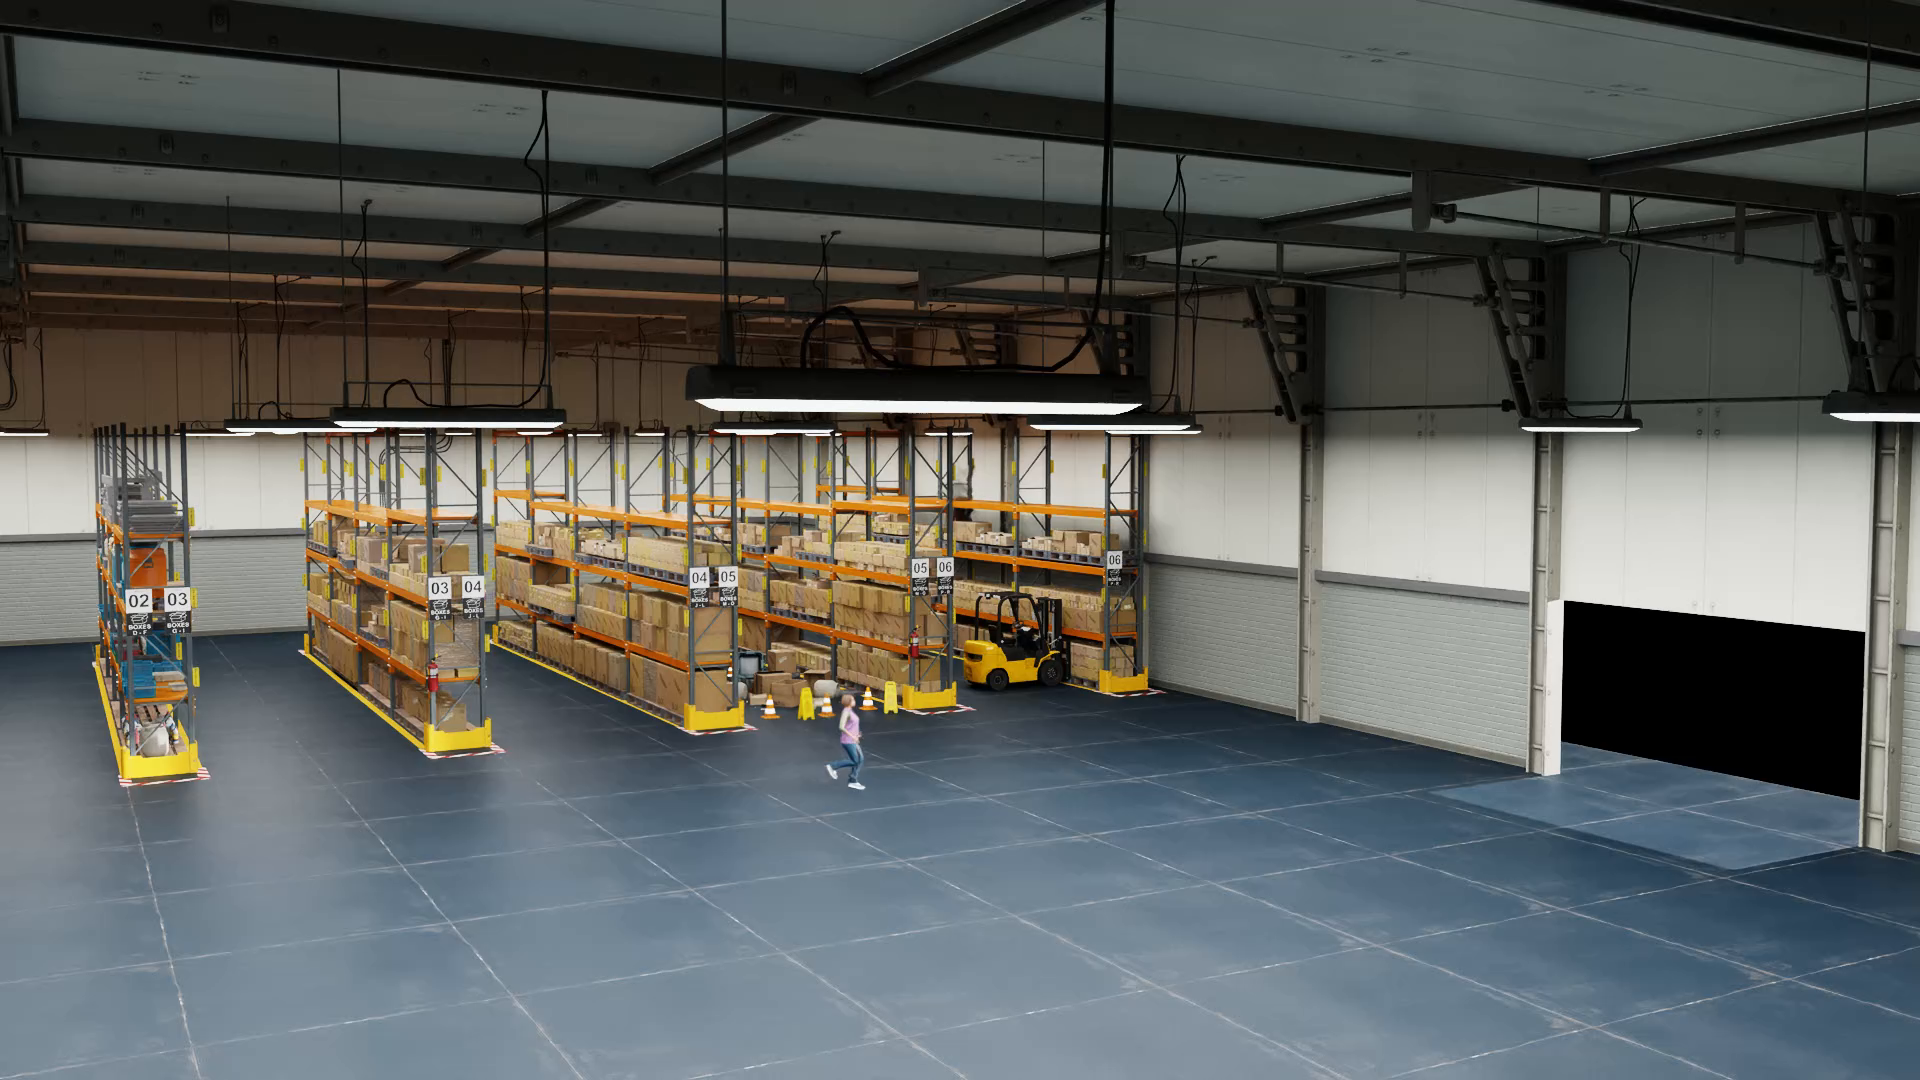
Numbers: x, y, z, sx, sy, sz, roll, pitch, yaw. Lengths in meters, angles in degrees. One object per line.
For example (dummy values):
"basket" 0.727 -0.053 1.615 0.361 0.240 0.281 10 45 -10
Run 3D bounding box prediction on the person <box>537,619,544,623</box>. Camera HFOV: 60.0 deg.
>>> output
"person" -12.353 2.014 48.248 0.523 1.578 0.613 0 3 7

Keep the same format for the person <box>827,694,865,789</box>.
"person" -1.866 3.304 27.290 0.623 1.564 0.545 0 3 7

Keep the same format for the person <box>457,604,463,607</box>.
"person" -14.085 2.093 45.988 0.746 1.783 0.666 -1 4 -15
